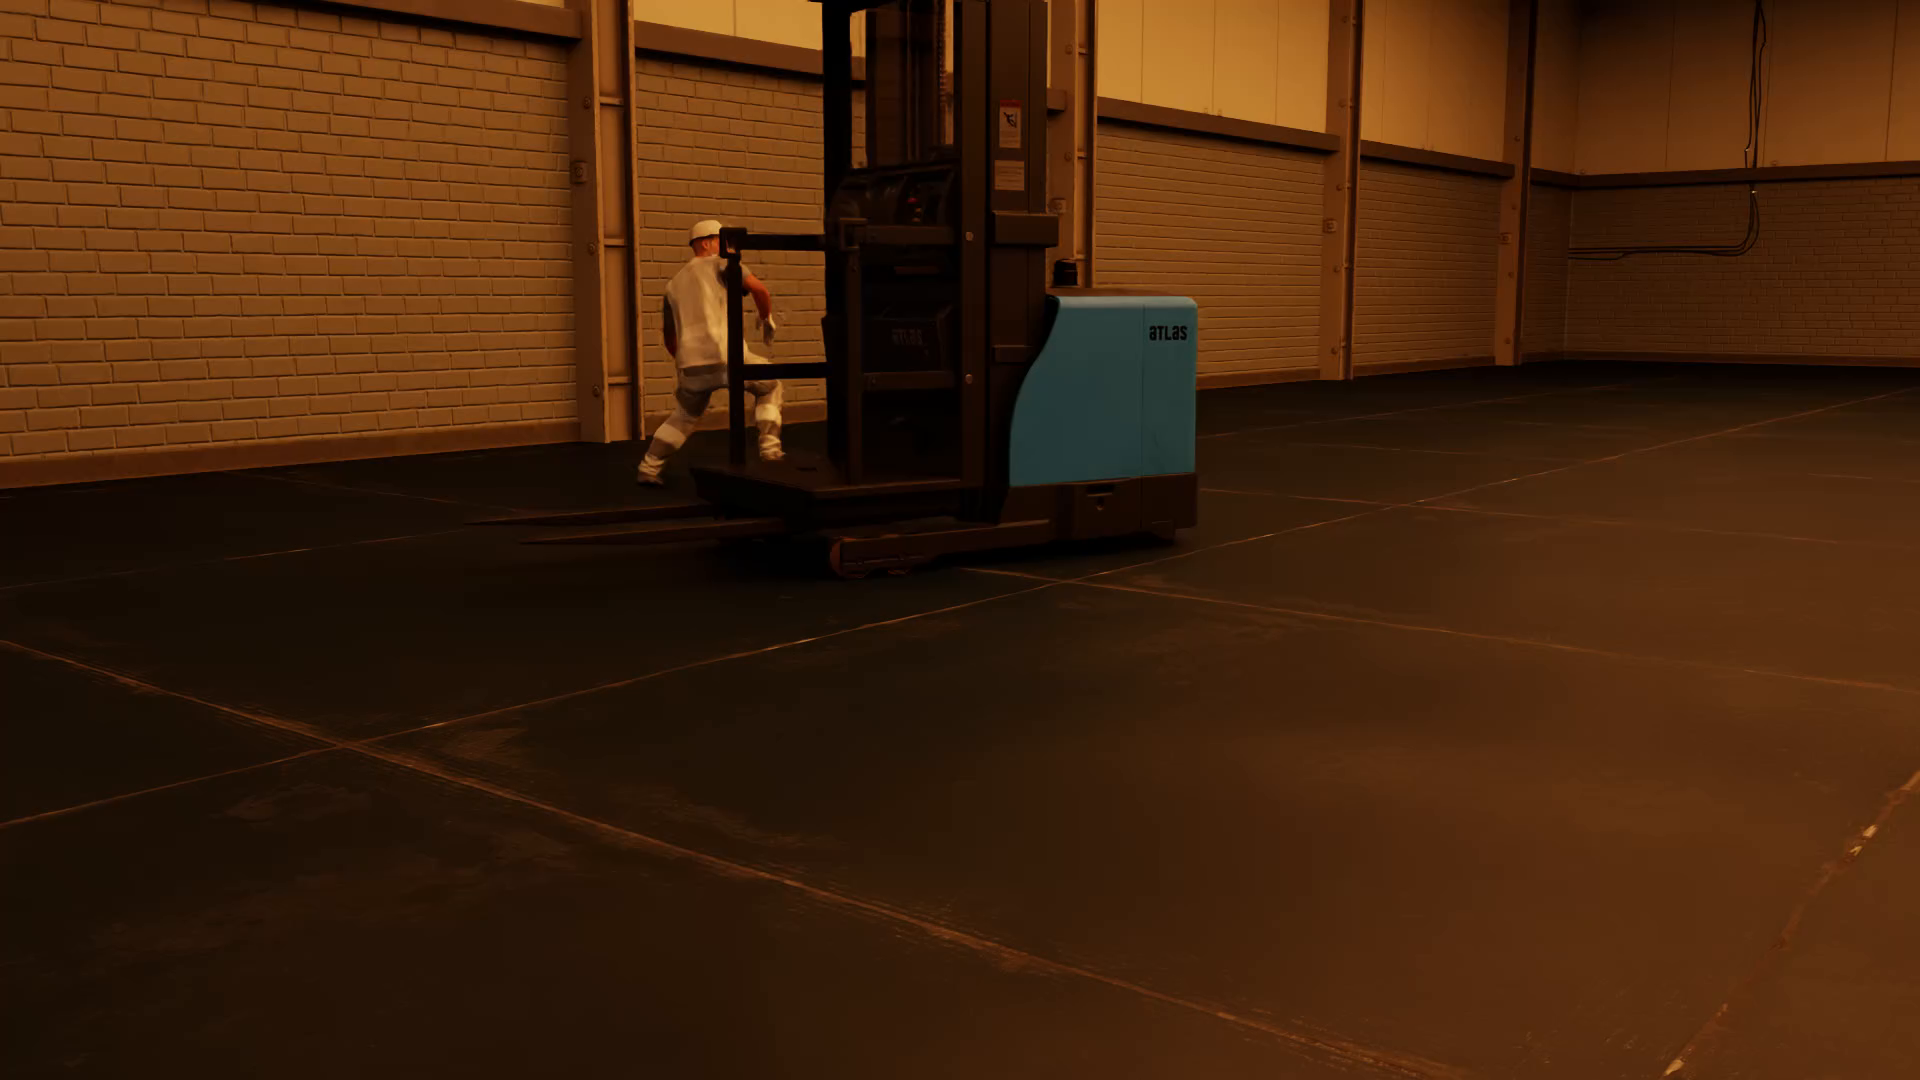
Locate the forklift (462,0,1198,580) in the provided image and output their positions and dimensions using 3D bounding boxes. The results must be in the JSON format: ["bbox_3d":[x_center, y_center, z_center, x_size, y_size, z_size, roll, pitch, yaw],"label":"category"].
[{"bbox_3d":[-0.461,-1.383,6.732,3.031,2.935,1.130,-6,10,-34],"label":"forklift"}]

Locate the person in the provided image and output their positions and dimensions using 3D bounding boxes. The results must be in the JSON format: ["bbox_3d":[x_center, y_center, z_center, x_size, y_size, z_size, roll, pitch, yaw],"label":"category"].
[{"bbox_3d":[-1.394,-1.020,9.362,0.898,1.540,0.777,3,9,19],"label":"person"}]
